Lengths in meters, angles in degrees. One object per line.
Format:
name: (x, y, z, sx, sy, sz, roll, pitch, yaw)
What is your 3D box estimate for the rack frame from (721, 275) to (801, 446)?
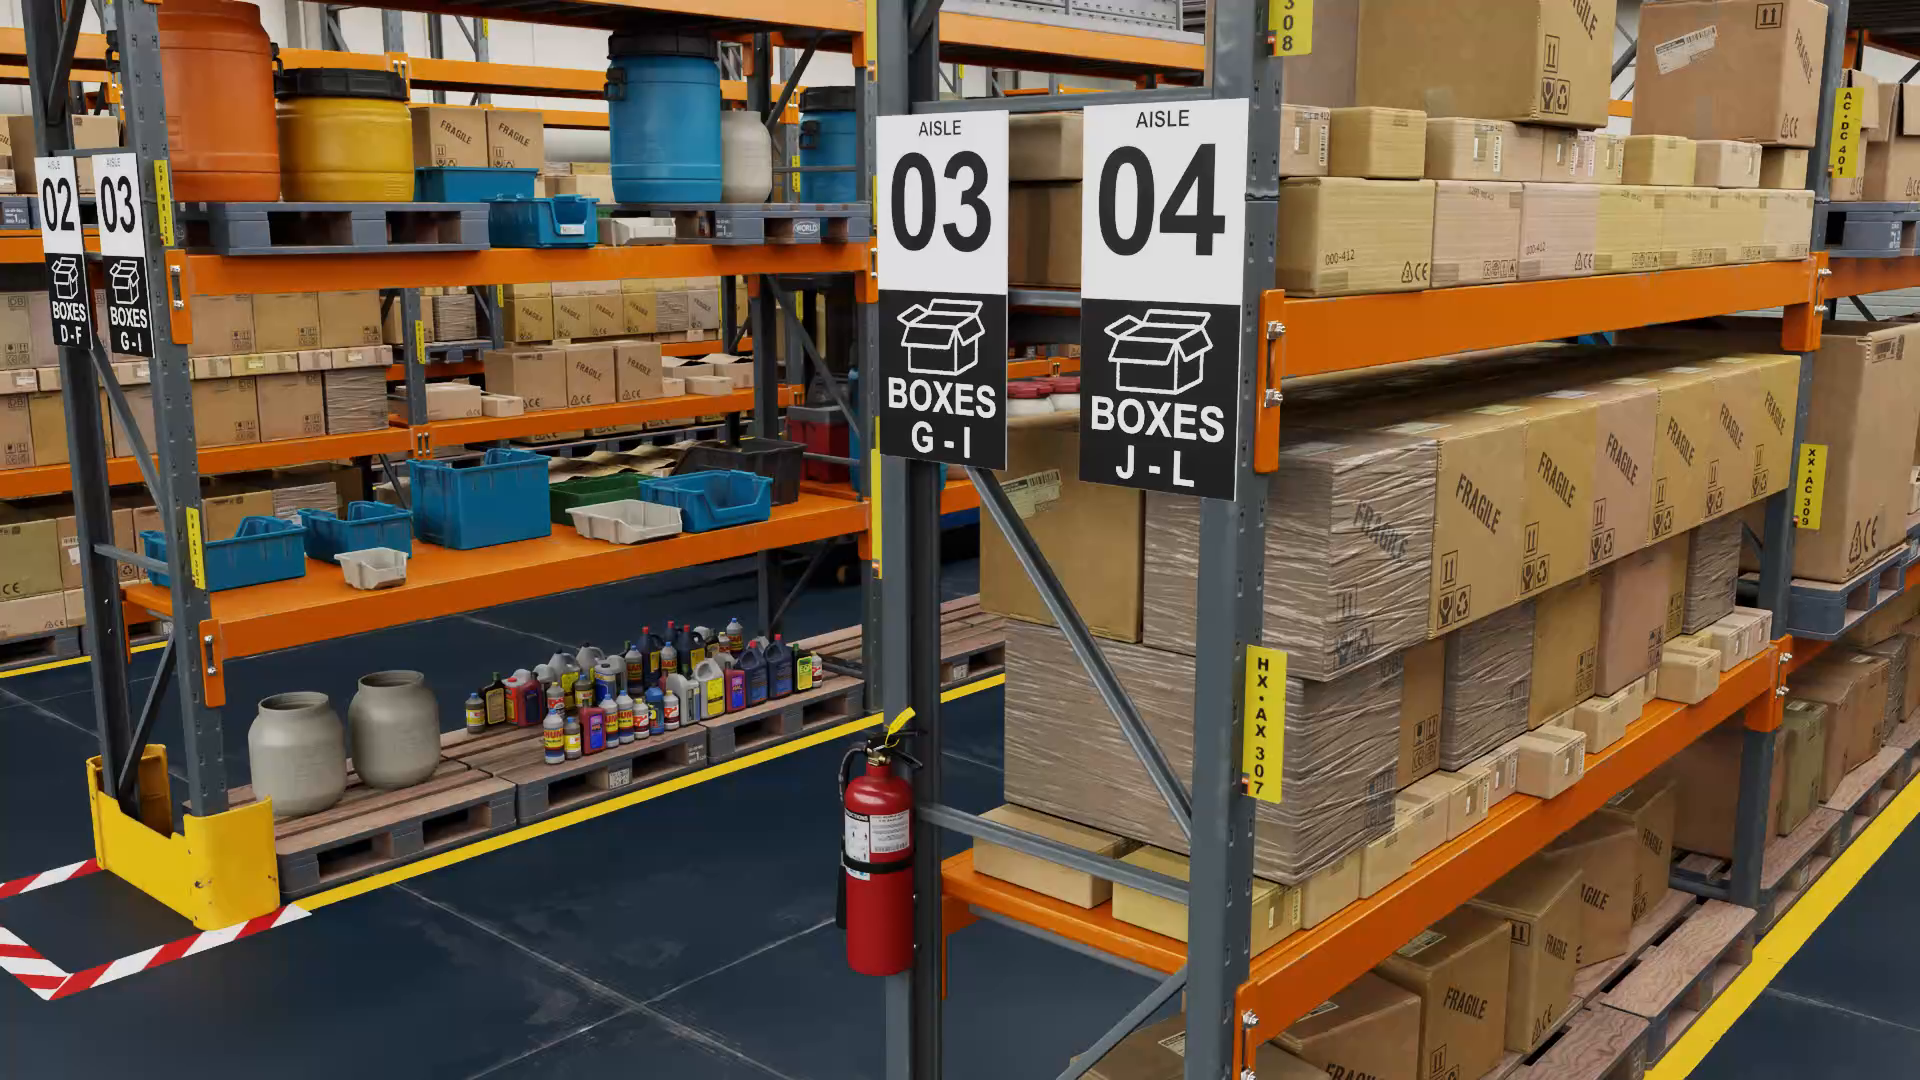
rack frame: (-1.936, -1.721, 16.207, 1.000, 3.000, 0.127, 10, 15, 40)

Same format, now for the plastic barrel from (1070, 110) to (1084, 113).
plastic barrel: (1.077, -2.704, 12.190, 0.600, 0.901, 0.600, 0, 11, 0)

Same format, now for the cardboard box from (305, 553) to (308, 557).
cardboard box: (-5.056, 0.179, 12.643, 0.500, 0.250, 0.500, 10, 15, 40)

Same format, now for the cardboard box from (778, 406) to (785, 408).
cardboard box: (-2.448, -2.026, 23.045, 0.700, 0.500, 0.500, 10, 15, 41)

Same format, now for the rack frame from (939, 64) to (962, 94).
rack frame: (-0.378, -6.480, 24.716, 1.000, 3.000, 0.127, 10, 15, 40)

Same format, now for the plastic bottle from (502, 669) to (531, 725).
plastic bottle: (-2.428, 0.857, 9.133, 0.152, 0.276, 0.135, 10, 15, 41)

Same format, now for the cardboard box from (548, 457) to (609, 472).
cardboard box: (-3.520, -0.585, 15.039, 0.500, 0.311, 0.500, 10, 15, 40)

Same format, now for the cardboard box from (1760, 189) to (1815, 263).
cardboard box: (2.758, -1.147, 6.061, 0.500, 0.250, 0.500, 11, 15, 42)

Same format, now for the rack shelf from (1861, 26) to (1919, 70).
rack shelf: (6.823, -3.127, 10.787, 1.077, 0.370, 4.000, 10, 15, 40)

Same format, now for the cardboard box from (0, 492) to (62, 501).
cardboard box: (-8.955, -0.604, 15.875, 0.500, 0.500, 0.500, 8, 14, 36)

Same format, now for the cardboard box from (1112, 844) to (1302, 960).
cardboard box: (0.589, 0.850, 3.979, 0.380, 0.149, 0.250, 10, 15, 40)

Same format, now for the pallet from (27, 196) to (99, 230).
pallet: (-5.925, -2.252, 11.435, 1.003, 0.211, 1.213, 10, 15, 40)

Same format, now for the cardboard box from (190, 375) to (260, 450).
cardboard box: (-5.542, -0.963, 12.160, 0.700, 0.500, 0.500, 10, 15, 41)

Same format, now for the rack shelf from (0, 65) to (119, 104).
rack shelf: (-9.620, -4.065, 14.474, 1.077, 0.370, 4.000, 10, 15, 40)

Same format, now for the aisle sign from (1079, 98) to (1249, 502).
aisle sign: (0.407, -0.489, 3.404, 0.394, 0.787, 0.004, 10, 15, 40)

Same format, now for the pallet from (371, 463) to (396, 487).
pallet: (-6.982, -0.700, 18.214, 1.003, 0.211, 1.213, 10, 15, 40)

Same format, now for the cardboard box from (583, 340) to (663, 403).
cardboard box: (-3.031, -1.521, 14.950, 0.500, 0.500, 0.500, 9, 14, 37)

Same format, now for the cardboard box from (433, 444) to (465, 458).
cardboard box: (-6.095, -1.238, 19.048, 0.700, 0.500, 0.500, 10, 15, 41)

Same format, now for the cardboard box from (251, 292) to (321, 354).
cardboard box: (-5.197, -1.677, 12.419, 0.700, 0.500, 0.500, 10, 15, 40)

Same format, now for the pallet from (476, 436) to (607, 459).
pallet: (-5.082, -1.099, 20.216, 1.003, 0.211, 1.213, 10, 15, 40)

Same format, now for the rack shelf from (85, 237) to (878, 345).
rack shelf: (-2.178, -1.315, 8.354, 1.077, 0.370, 4.000, 10, 15, 40)

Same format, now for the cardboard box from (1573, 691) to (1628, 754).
cardboard box: (1.940, 0.561, 5.425, 0.380, 0.149, 0.250, 10, 15, 40)

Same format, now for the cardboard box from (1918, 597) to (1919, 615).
cardboard box: (5.974, 0.298, 10.453, 1.225, 0.875, 0.875, 9, 14, 38)

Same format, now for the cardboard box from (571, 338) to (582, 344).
cardboard box: (-4.783, -2.383, 20.112, 0.380, 0.149, 0.250, 10, 15, 40)

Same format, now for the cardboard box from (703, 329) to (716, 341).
cardboard box: (-3.383, -2.677, 21.585, 0.380, 0.149, 0.250, 10, 15, 42)

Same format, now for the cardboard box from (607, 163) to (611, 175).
cardboard box: (-4.380, -4.414, 20.654, 0.700, 0.500, 0.500, 10, 15, 40)

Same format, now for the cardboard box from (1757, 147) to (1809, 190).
cardboard box: (2.865, -1.359, 6.100, 0.380, 0.149, 0.250, 10, 15, 42)

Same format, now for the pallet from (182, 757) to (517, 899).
pallet: (-2.943, 1.329, 8.059, 1.003, 0.211, 1.213, 10, 15, 40)

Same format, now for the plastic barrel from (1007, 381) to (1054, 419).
plastic barrel: (0.423, -0.778, 11.141, 0.433, 0.535, 0.433, 0, 11, 0)

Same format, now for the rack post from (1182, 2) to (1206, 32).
rack post: (2.230, -4.096, 12.978, 0.954, 0.300, 0.937, 10, 15, 40)

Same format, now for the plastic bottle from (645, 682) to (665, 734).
plastic bottle: (-1.641, 0.898, 8.938, 0.097, 0.271, 0.097, 0, 11, 0)

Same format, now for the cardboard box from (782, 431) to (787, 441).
cardboard box: (-1.495, -0.879, 17.249, 0.500, 0.500, 0.500, 11, 15, 43)

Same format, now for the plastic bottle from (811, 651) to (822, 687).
plastic bottle: (-0.863, 0.759, 9.813, 0.097, 0.201, 0.097, 0, 11, 0)

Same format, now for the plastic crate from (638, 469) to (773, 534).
plastic crate: (-1.385, -0.220, 9.075, 0.499, 0.251, 0.616, 10, 15, 40)

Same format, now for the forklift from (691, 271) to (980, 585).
forklift: (-1.077, -1.184, 13.693, 1.130, 2.935, 3.031, 10, 15, 42)

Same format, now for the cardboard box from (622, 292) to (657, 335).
cardboard box: (-4.127, -2.830, 20.695, 0.500, 0.500, 0.500, 10, 15, 42)

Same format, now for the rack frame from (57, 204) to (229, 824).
rack frame: (-3.498, 0.097, 7.105, 1.000, 3.000, 0.127, 10, 15, 40)

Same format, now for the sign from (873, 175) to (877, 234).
sign: (-0.452, -1.894, 9.392, 0.100, 0.325, 0.005, 10, 15, 40)

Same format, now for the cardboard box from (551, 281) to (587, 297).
cardboard box: (-4.812, -3.046, 19.860, 0.500, 0.250, 0.500, 9, 15, 40)

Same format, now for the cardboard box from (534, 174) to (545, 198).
cardboard box: (-3.802, -2.906, 13.794, 0.500, 0.250, 0.500, 8, 14, 35)

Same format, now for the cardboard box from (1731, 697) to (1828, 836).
cardboard box: (3.613, 1.004, 7.824, 0.700, 0.500, 0.500, 10, 15, 40)

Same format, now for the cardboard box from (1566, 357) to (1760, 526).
cardboard box: (2.443, -0.361, 5.829, 0.500, 0.500, 0.500, 10, 15, 40)

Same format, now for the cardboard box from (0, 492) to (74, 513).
cardboard box: (-6.437, -0.035, 11.802, 0.500, 0.500, 0.500, 10, 15, 40)

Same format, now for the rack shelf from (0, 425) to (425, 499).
rack shelf: (-5.896, -0.485, 11.857, 1.077, 0.370, 4.000, 10, 15, 40)

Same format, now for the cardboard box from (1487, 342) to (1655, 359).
cardboard box: (2.375, -0.503, 6.541, 0.500, 0.500, 0.500, 10, 15, 40)

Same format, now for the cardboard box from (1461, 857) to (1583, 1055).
cardboard box: (1.845, 1.409, 5.845, 0.500, 0.500, 0.500, 8, 14, 35)

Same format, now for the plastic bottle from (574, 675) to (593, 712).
plastic bottle: (-2.111, 0.857, 9.321, 0.097, 0.201, 0.097, 0, 11, 0)

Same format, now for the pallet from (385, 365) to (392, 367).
pallet: (-6.935, -1.970, 17.945, 1.003, 0.211, 1.213, 10, 15, 40)

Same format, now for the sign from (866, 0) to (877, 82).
sign: (-0.182, -1.242, 3.892, 0.100, 0.325, 0.005, 10, 15, 40)

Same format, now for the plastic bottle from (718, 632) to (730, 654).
plastic bottle: (-1.465, 0.670, 10.256, 0.097, 0.201, 0.097, 0, 11, 0)

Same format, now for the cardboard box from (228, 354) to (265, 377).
cardboard box: (-5.268, -1.282, 12.100, 0.380, 0.149, 0.250, 10, 15, 40)

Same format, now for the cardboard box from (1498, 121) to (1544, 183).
cardboard box: (1.292, -1.011, 4.358, 0.380, 0.149, 0.250, 10, 15, 40)

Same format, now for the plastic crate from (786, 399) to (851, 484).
plastic crate: (-0.768, -0.633, 10.600, 0.402, 0.464, 0.583, 10, 15, 40)
